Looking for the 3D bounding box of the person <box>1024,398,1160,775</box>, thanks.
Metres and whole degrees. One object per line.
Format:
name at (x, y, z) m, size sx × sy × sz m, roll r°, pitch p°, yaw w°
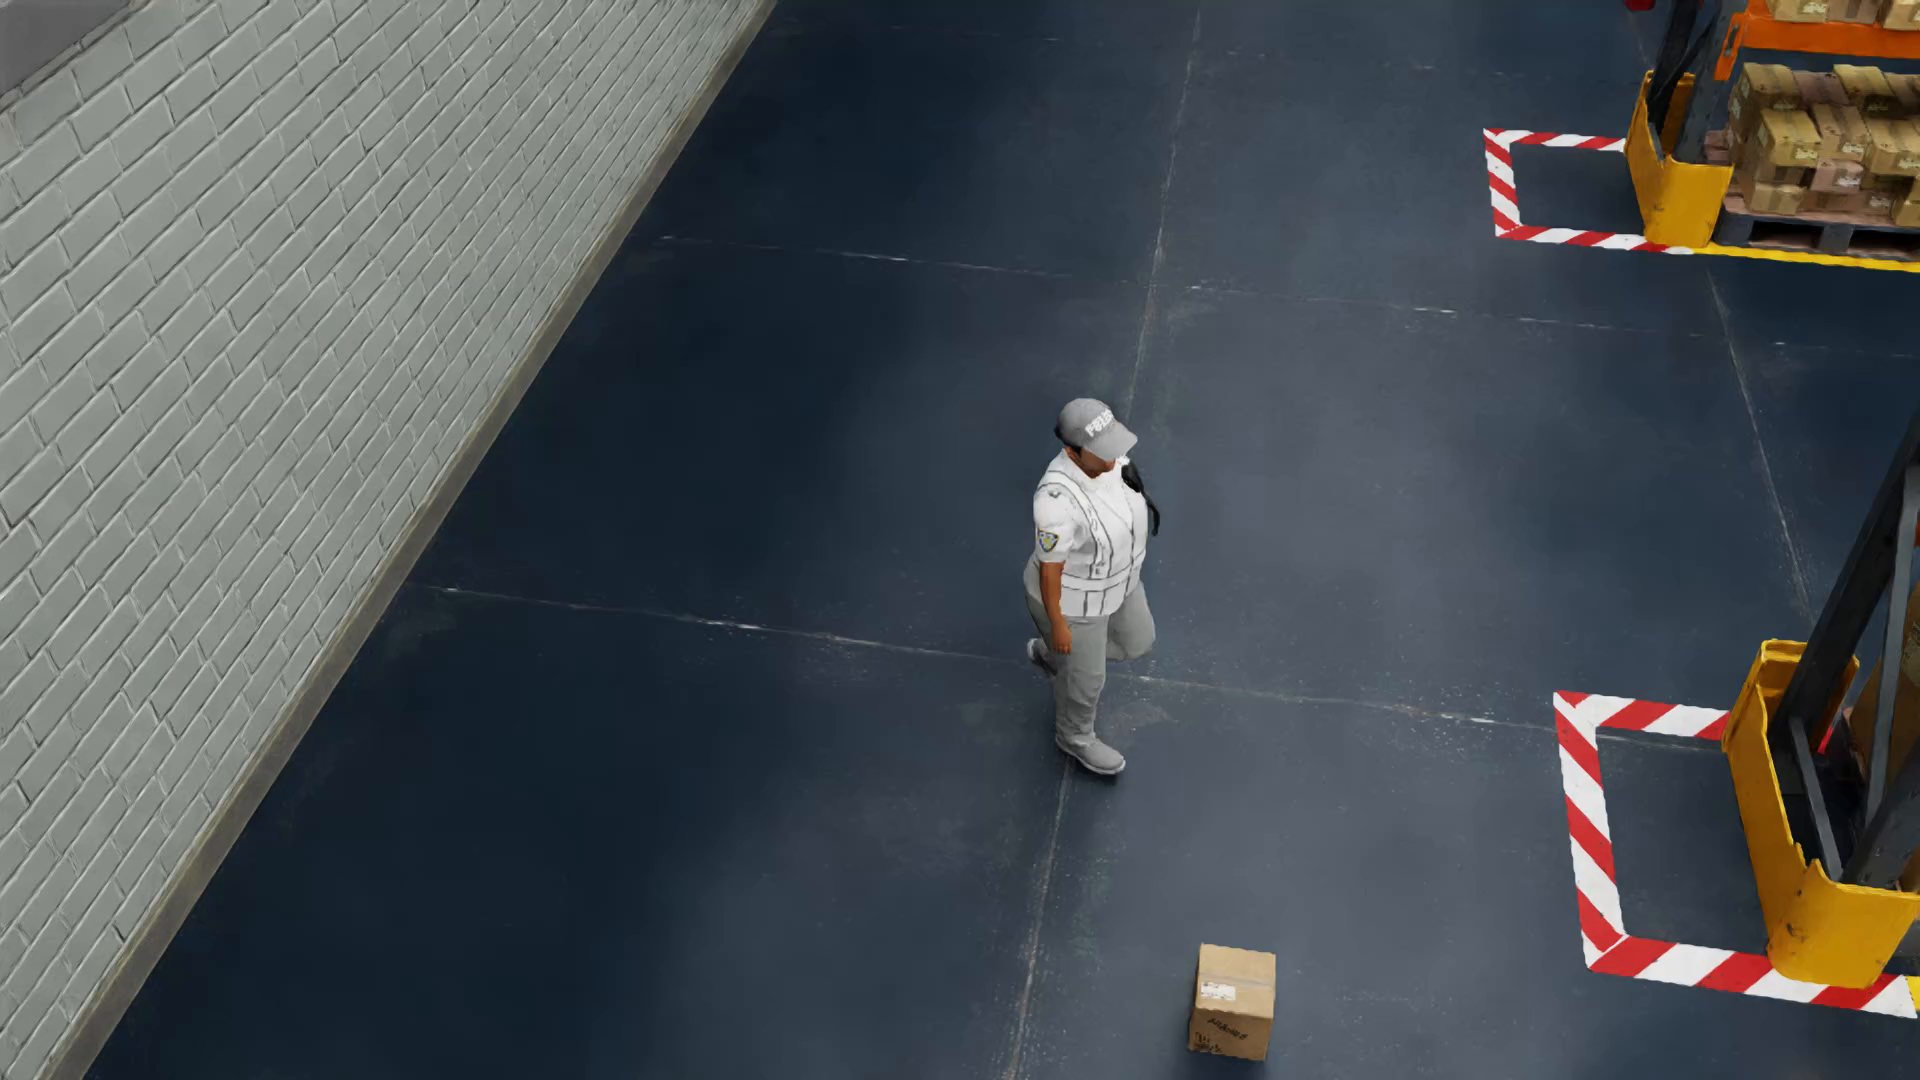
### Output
person at (0.423, 0.142, 5.960) m, size 0.540 × 1.650 × 0.527 m, roll 25°, pitch 46°, yaw 26°
